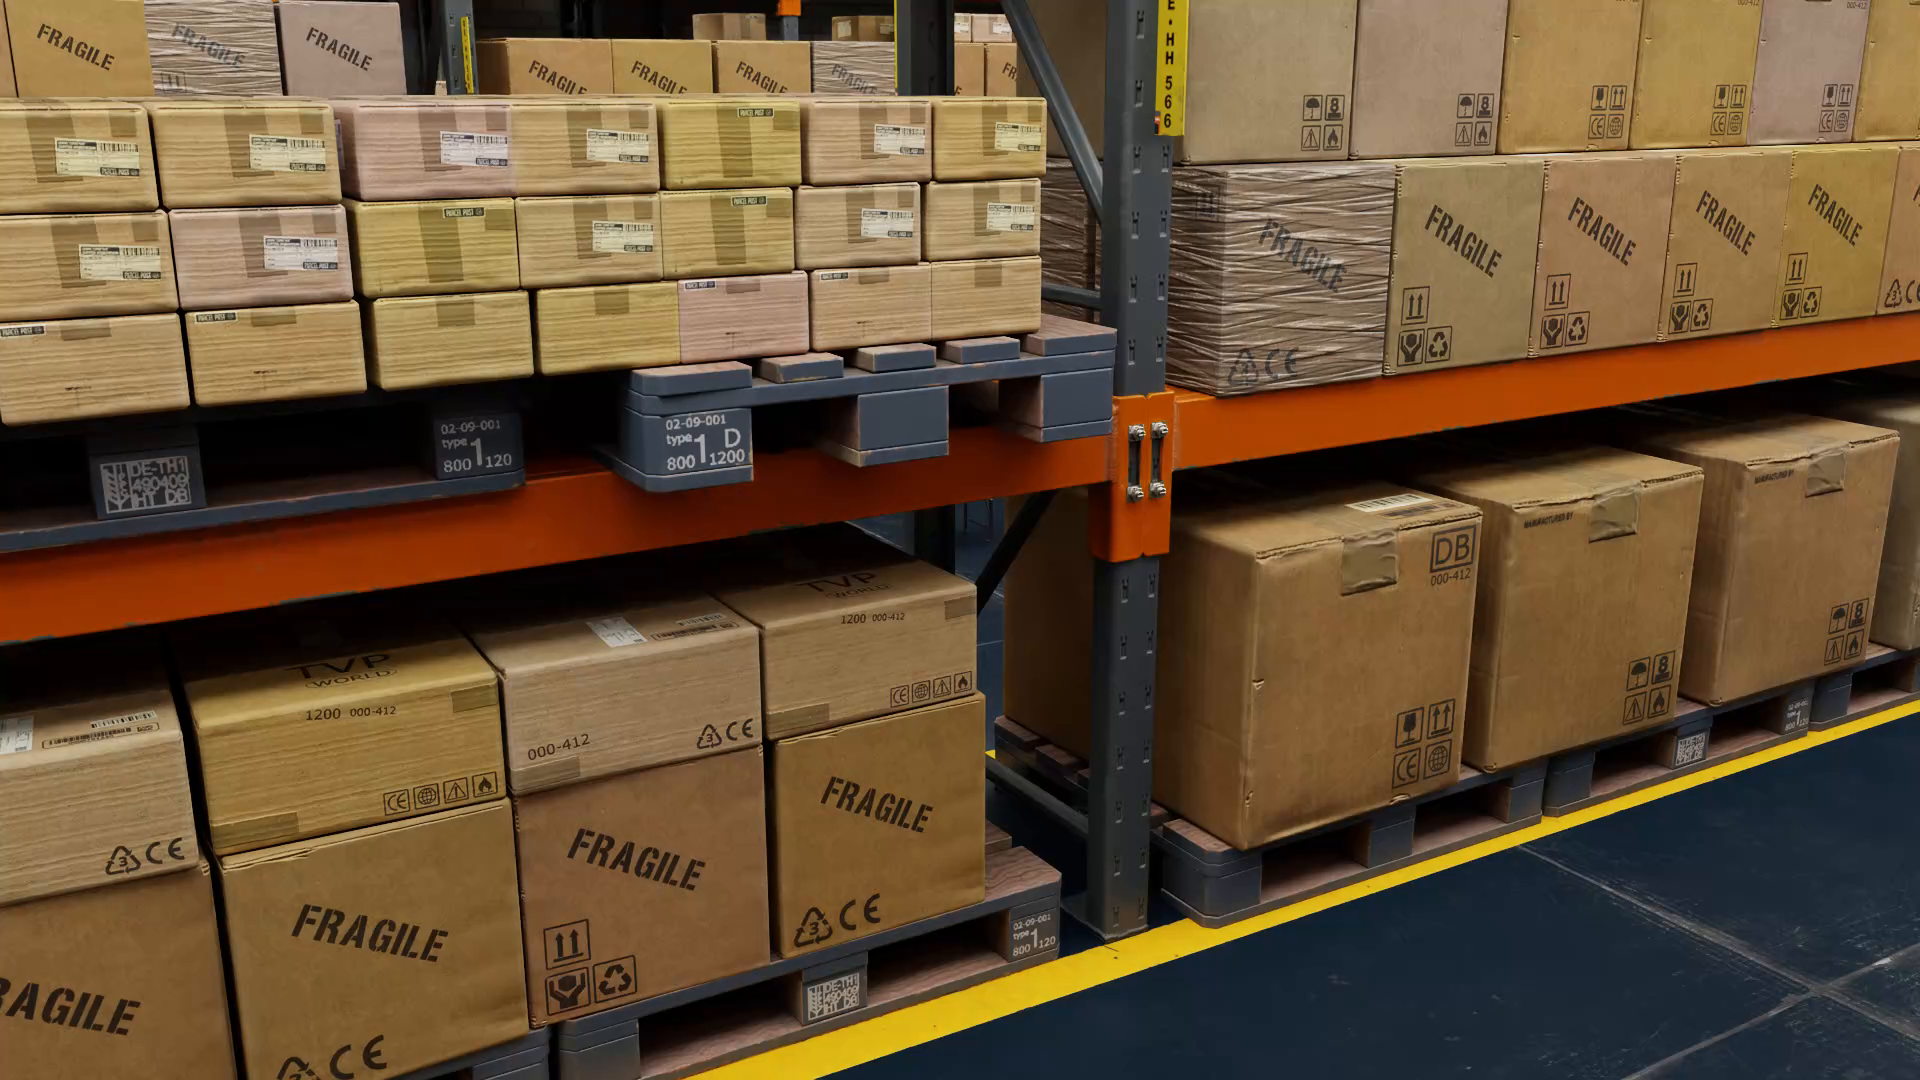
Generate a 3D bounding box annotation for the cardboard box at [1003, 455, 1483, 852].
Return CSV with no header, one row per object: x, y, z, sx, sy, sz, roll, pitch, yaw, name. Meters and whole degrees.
0.714,0.214,4.479,0.750,0.750,1.050,-9,18,-30,cardboard box

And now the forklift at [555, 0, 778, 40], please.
-1.822,-2.560,11.111,3.031,2.935,1.130,-9,18,-29,forklift

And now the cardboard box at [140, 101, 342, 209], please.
-1.148,-0.617,2.640,0.250,0.149,0.380,-8,18,-27,cardboard box

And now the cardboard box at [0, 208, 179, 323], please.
-1.369,-0.438,2.551,0.250,0.149,0.380,-10,18,-31,cardboard box

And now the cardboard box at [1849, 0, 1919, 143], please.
2.712,-1.546,5.331,0.500,0.500,0.700,-10,18,-31,cardboard box

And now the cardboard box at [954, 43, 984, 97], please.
-0.209,-2.427,8.997,0.500,0.500,0.500,-9,18,-28,cardboard box

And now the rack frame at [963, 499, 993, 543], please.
0.080,-0.446,7.335,0.006,0.900,0.240,-9,18,-30,rack frame

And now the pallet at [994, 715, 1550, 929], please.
0.860,0.647,4.709,1.213,0.211,1.003,-9,18,-30,pallet

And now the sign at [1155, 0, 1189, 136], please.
0.433,-0.998,3.415,0.005,0.325,0.100,-9,18,-30,sign

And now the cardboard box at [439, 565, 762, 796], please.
-0.733,0.266,3.369,0.500,0.250,0.500,-9,18,-29,cardboard box

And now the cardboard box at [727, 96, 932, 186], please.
-0.255,-0.762,3.157,0.250,0.149,0.380,-9,18,-30,cardboard box

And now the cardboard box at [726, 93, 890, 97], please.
-0.354,-0.951,3.830,0.250,0.149,0.380,-9,18,-30,cardboard box

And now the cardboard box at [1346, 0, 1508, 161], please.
0.968,-1.263,4.322,0.500,0.500,0.700,-10,18,-31,cardboard box

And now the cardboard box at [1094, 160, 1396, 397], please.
0.669,-0.651,3.990,0.500,0.500,0.500,-9,18,-29,cardboard box

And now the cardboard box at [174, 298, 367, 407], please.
-1.143,-0.332,2.726,0.250,0.149,0.380,-9,18,-28,cardboard box

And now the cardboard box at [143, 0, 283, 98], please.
-3.235,-2.058,7.158,0.500,0.500,0.500,-9,18,-29,cardboard box

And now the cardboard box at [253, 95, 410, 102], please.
-1.250,-0.806,3.312,0.250,0.149,0.380,-8,18,-27,cardboard box

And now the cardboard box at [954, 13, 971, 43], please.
-0.148,-2.738,8.902,0.250,0.149,0.380,-10,19,-32,cardboard box

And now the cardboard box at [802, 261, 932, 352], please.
-0.254,-0.475,3.236,0.250,0.149,0.380,-9,18,-30,cardboard box

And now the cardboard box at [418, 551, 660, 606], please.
-1.005,0.148,3.790,0.500,0.250,0.500,-9,18,-30,cardboard box

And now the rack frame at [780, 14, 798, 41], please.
-1.621,-3.438,14.118,0.127,3.000,1.000,-9,18,-30,rack frame

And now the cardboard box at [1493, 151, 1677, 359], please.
1.536,-0.793,4.495,0.500,0.500,0.500,-9,18,-30,cardboard box

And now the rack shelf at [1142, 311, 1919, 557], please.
1.860,-0.535,5.093,4.000,0.370,1.077,-9,18,-30,rack shelf

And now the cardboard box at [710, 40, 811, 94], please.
-1.091,-2.286,8.495,0.500,0.500,0.500,-9,18,-29,cardboard box

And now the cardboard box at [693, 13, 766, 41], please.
-1.233,-2.733,8.886,0.250,0.149,0.380,-10,19,-32,cardboard box

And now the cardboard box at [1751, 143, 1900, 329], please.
2.398,-0.932,4.994,0.500,0.500,0.500,-9,18,-29,cardboard box

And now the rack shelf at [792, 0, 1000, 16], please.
0.093,-4.814,14.802,4.000,0.370,1.077,-9,18,-30,rack shelf

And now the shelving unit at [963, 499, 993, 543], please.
-0.007,-0.432,7.284,0.210,0.900,0.258,-9,18,-30,shelving unit

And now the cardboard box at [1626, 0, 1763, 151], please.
1.845,-1.406,4.832,0.500,0.500,0.700,-9,18,-30,cardboard box

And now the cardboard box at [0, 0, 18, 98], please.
-4.101,-1.922,6.672,0.500,0.500,0.500,-10,18,-31,cardboard box

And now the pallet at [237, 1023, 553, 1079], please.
-1.570,1.016,3.393,1.213,0.211,1.003,-9,18,-30,pallet

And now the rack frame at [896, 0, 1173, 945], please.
0.145,-0.603,4.004,0.127,3.000,1.000,-9,18,-30,rack frame

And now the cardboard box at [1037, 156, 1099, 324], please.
0.393,-0.776,4.436,0.500,0.500,0.500,-9,18,-30,cardboard box

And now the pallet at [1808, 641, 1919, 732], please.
2.952,0.308,5.919,1.213,0.211,1.003,-9,18,-30,pallet

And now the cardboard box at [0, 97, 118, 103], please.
-1.692,-0.735,3.058,0.250,0.149,0.380,-10,18,-30,cardboard box

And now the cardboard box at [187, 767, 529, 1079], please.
-1.176,0.699,3.213,0.500,0.500,0.500,-10,19,-32,cardboard box

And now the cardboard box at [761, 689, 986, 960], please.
-0.284,0.550,3.743,0.500,0.500,0.500,-9,18,-30,cardboard box

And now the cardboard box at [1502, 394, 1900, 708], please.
2.260,-0.038,5.377,0.750,0.750,1.050,-9,18,-30,cardboard box

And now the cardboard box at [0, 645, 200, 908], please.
-1.619,0.407,2.864,0.500,0.250,0.500,-8,18,-28,cardboard box

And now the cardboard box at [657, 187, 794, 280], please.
-0.496,-0.579,3.054,0.250,0.149,0.380,-9,18,-28,cardboard box

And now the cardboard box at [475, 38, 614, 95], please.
-1.986,-2.137,7.961,0.500,0.500,0.500,-10,18,-31,cardboard box

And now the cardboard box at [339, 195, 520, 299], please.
-0.925,-0.510,2.809,0.250,0.149,0.380,-9,18,-30,cardboard box

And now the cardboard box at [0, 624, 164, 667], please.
-1.882,0.286,3.296,0.500,0.250,0.500,-10,19,-32,cardboard box

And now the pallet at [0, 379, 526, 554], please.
-1.530,-0.226,3.015,1.213,0.211,1.003,-9,18,-30,pallet

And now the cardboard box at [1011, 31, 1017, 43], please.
0.353,-3.013,9.884,0.250,0.149,0.380,-9,18,-30,cardboard box

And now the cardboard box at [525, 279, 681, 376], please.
-0.690,-0.406,2.987,0.250,0.149,0.380,-9,18,-30,cardboard box

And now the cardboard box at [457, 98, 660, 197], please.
-0.707,-0.688,2.892,0.250,0.149,0.380,-9,18,-28,cardboard box

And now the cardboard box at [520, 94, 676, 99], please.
-0.792,-0.880,3.578,0.250,0.149,0.380,-9,18,-30,cardboard box

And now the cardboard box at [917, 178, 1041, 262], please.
-0.044,-0.654,3.320,0.250,0.149,0.380,-9,18,-29,cardboard box
